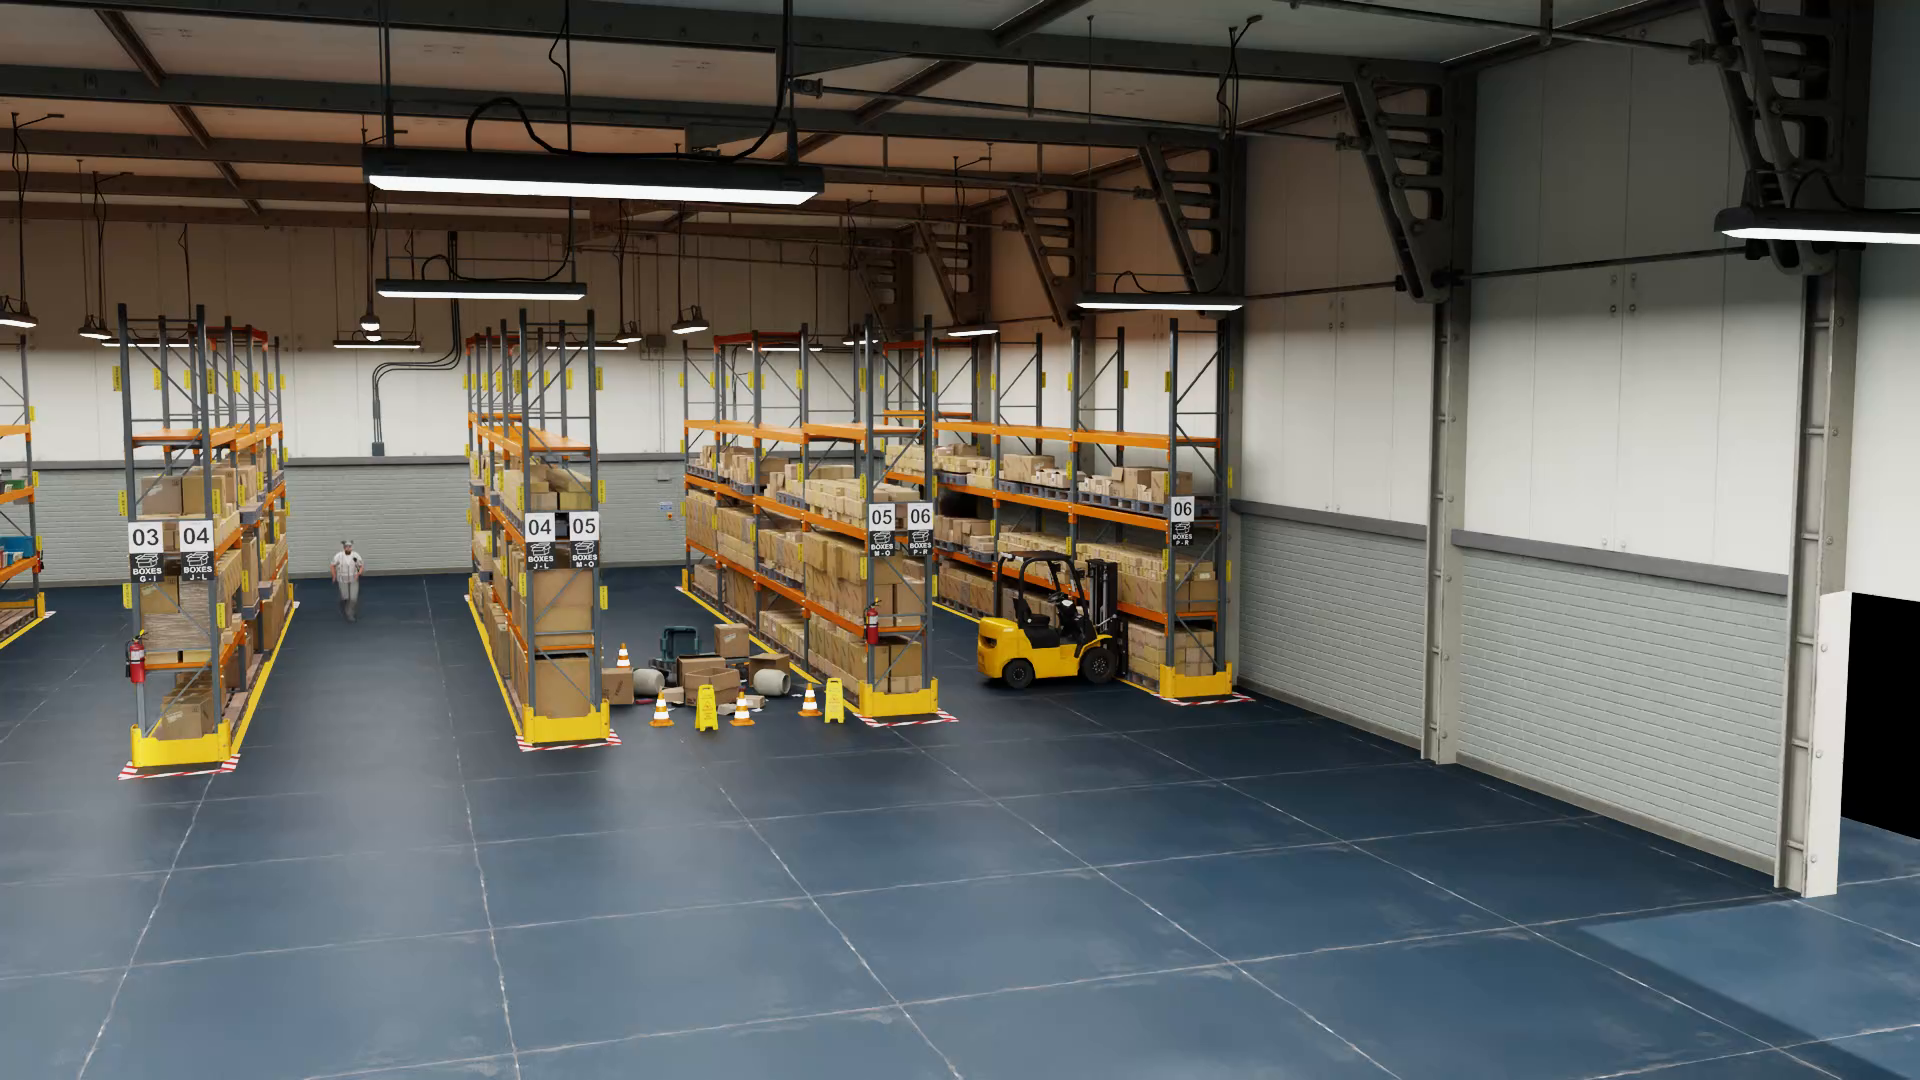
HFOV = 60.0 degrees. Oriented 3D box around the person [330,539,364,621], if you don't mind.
[{"bbox_3d":[-12.815,0.841,34.833,0.653,1.726,0.631,-3,6,-26],"label":"person"}]
